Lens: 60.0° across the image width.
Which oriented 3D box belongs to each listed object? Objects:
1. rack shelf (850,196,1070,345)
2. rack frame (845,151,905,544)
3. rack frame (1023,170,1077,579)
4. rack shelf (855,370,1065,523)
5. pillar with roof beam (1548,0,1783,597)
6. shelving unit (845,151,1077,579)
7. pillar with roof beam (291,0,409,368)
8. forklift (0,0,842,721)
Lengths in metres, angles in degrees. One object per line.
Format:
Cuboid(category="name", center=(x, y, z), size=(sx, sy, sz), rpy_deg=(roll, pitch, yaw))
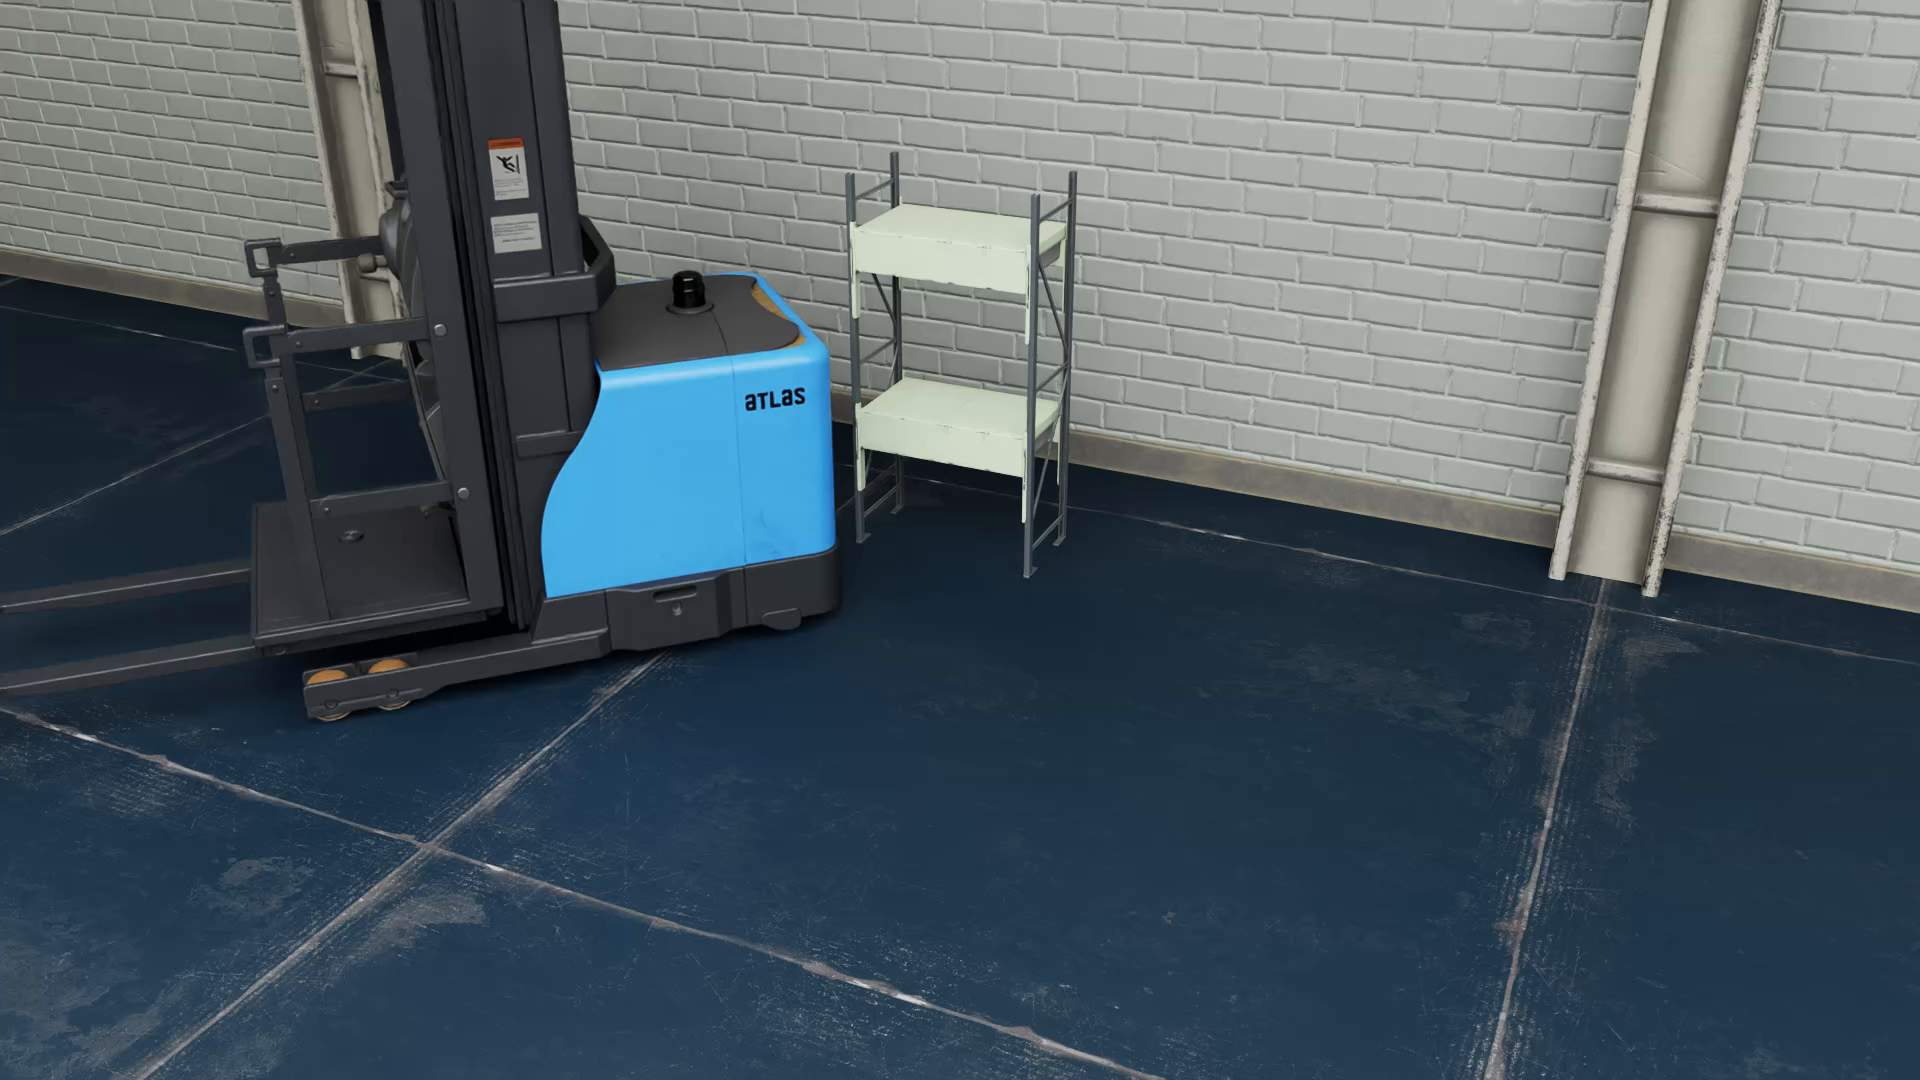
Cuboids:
Cuboid(category="rack shelf", center=(0.006, -1.022, 6.244), size=(0.720, 0.370, 0.431), rpy_deg=(11, 28, 22))
Cuboid(category="rack frame", center=(-0.327, -0.739, 6.552), size=(0.023, 1.500, 0.400), rpy_deg=(11, 28, 22))
Cuboid(category="rack frame", center=(0.339, -0.605, 6.280), size=(0.023, 1.500, 0.400), rpy_deg=(11, 28, 22))
Cuboid(category="rack shelf", center=(0.006, -0.379, 6.560), size=(0.720, 0.370, 0.431), rpy_deg=(11, 28, 22))
Cuboid(category="pillar with roof beam", center=(0.745, -2.186, 1.001), size=(0.400, 9.000, 9.100), rpy_deg=(11, 28, 22))
Cuboid(category="shelving unit", center=(0.006, -0.672, 6.416), size=(0.755, 1.500, 0.431), rpy_deg=(11, 28, 22))
Cuboid(category="pillar with roof beam", center=(-4.717, -3.283, 3.230), size=(0.400, 9.000, 9.100), rpy_deg=(11, 28, 22))
Cuboid(category="forklift", center=(-2.007, -0.978, 5.418), size=(3.031, 2.935, 1.130), rpy_deg=(-10, 28, -19))
